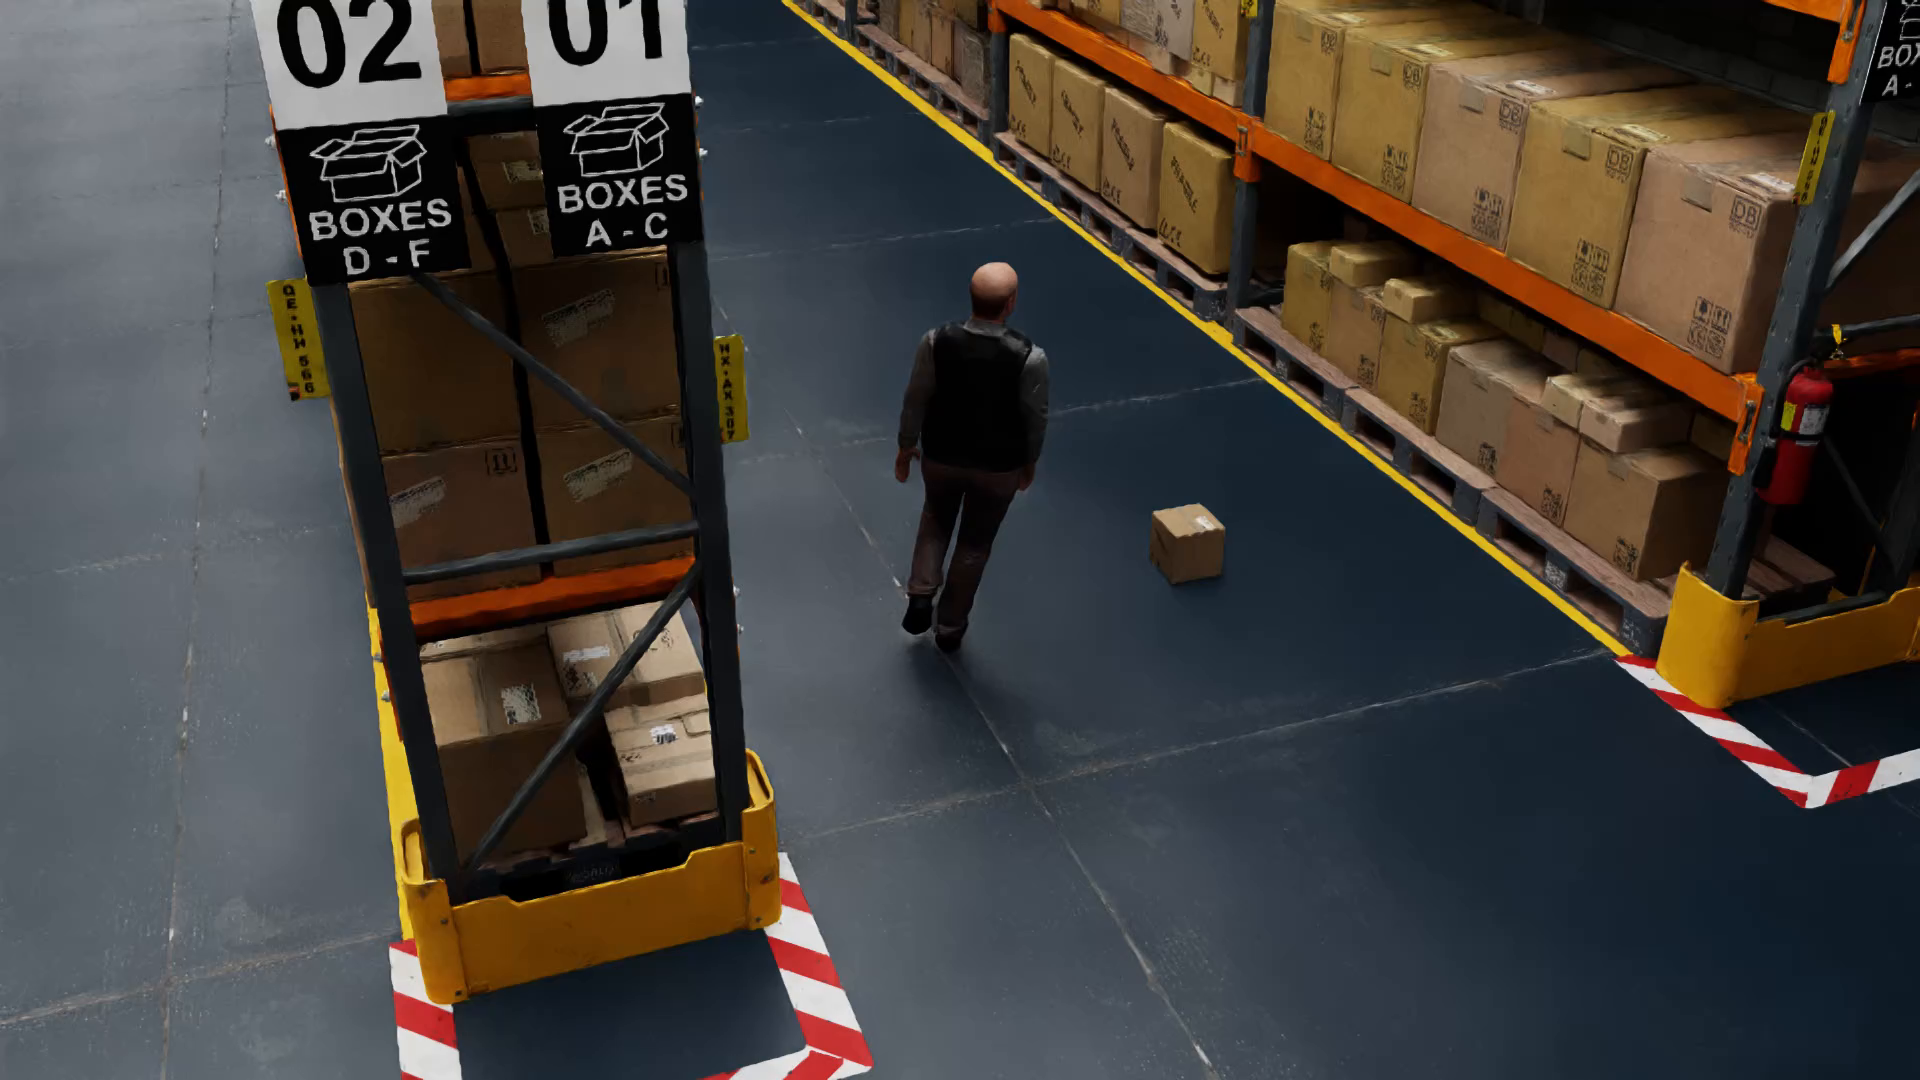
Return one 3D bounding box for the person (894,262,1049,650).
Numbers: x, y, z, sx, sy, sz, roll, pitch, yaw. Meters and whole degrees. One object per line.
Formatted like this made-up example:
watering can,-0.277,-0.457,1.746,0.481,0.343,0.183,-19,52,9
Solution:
person,0.057,-0.344,6.734,0.623,1.704,0.452,6,30,11
